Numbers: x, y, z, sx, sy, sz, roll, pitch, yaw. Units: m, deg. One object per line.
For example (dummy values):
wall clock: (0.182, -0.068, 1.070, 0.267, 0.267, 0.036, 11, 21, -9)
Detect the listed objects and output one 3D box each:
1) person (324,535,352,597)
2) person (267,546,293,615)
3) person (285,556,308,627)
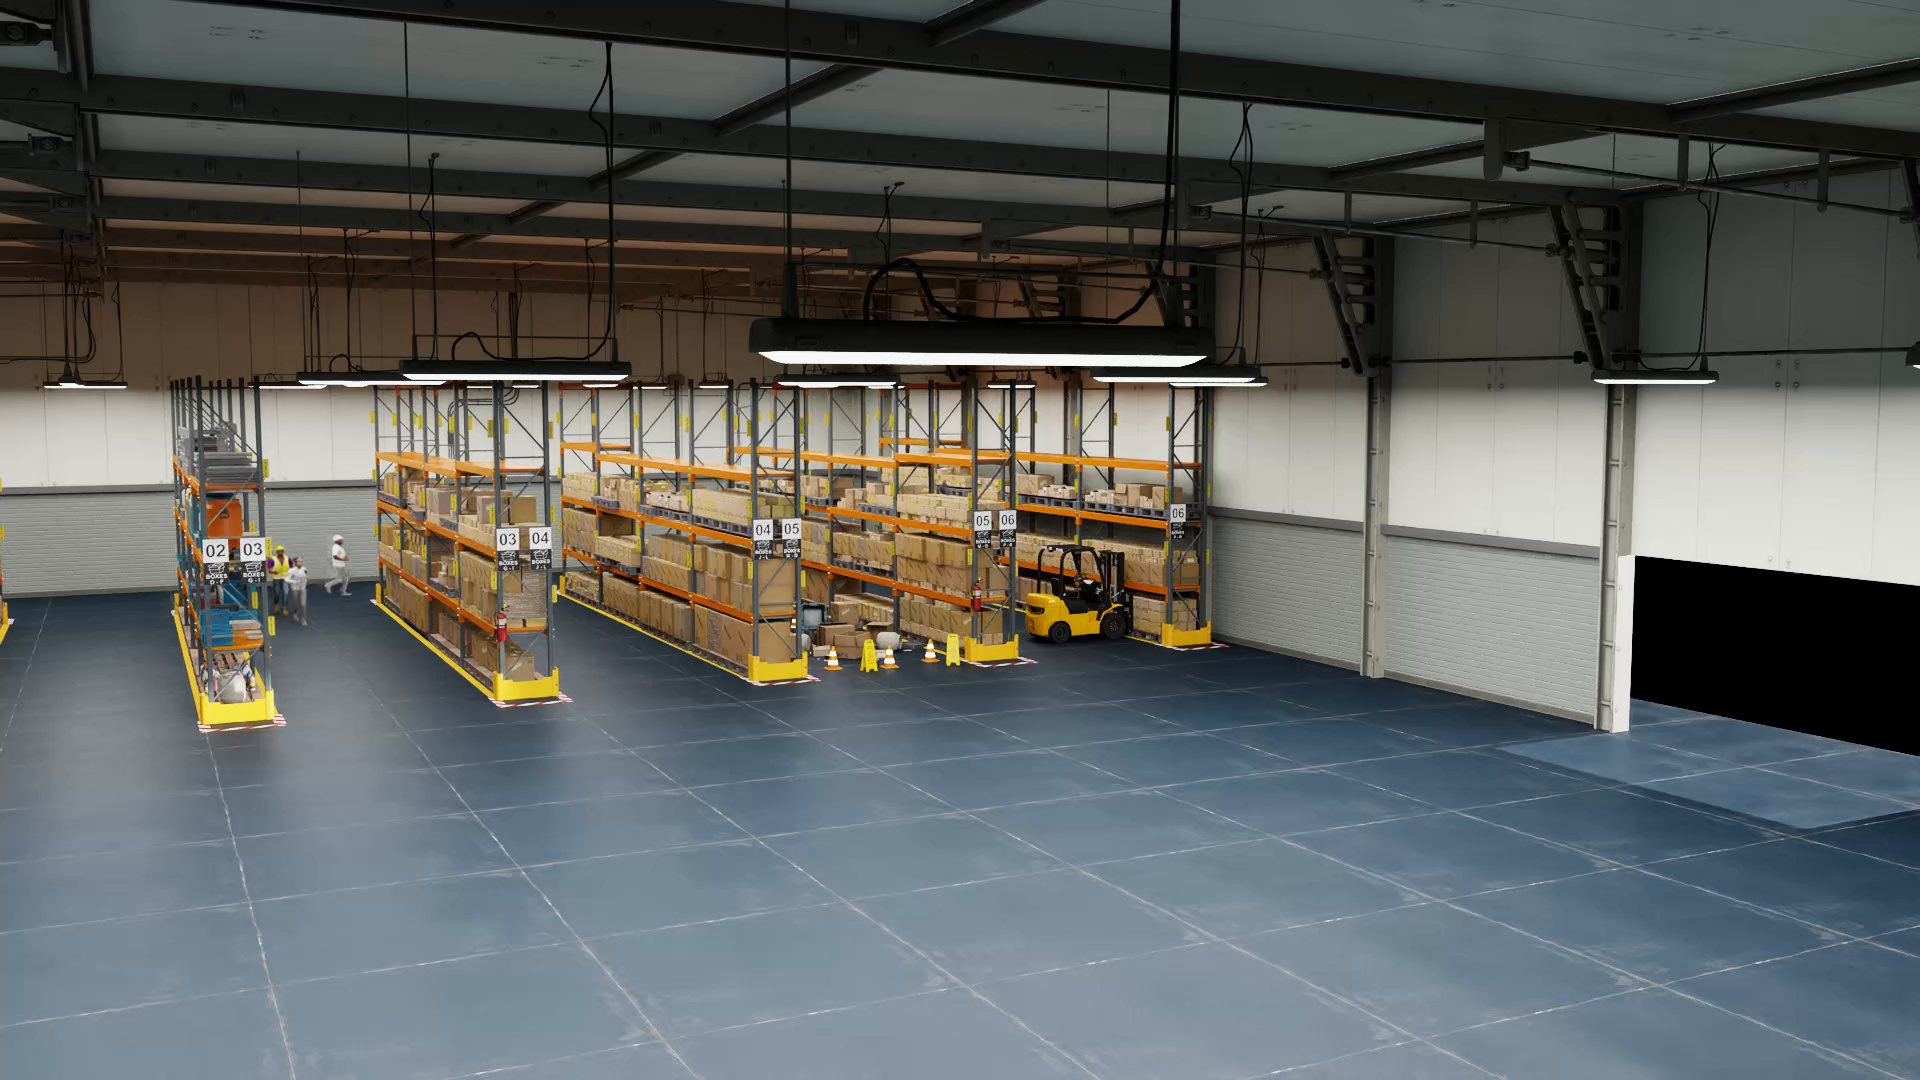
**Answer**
person: (-17.406, 0.726, 46.496, 0.718, 1.737, 0.702, -1, 5, -16)
person: (-17.462, 1.019, 42.738, 0.704, 1.766, 0.894, -3, 6, -33)
person: (-16.279, 1.248, 40.872, 0.598, 1.715, 0.862, -4, 7, -39)
